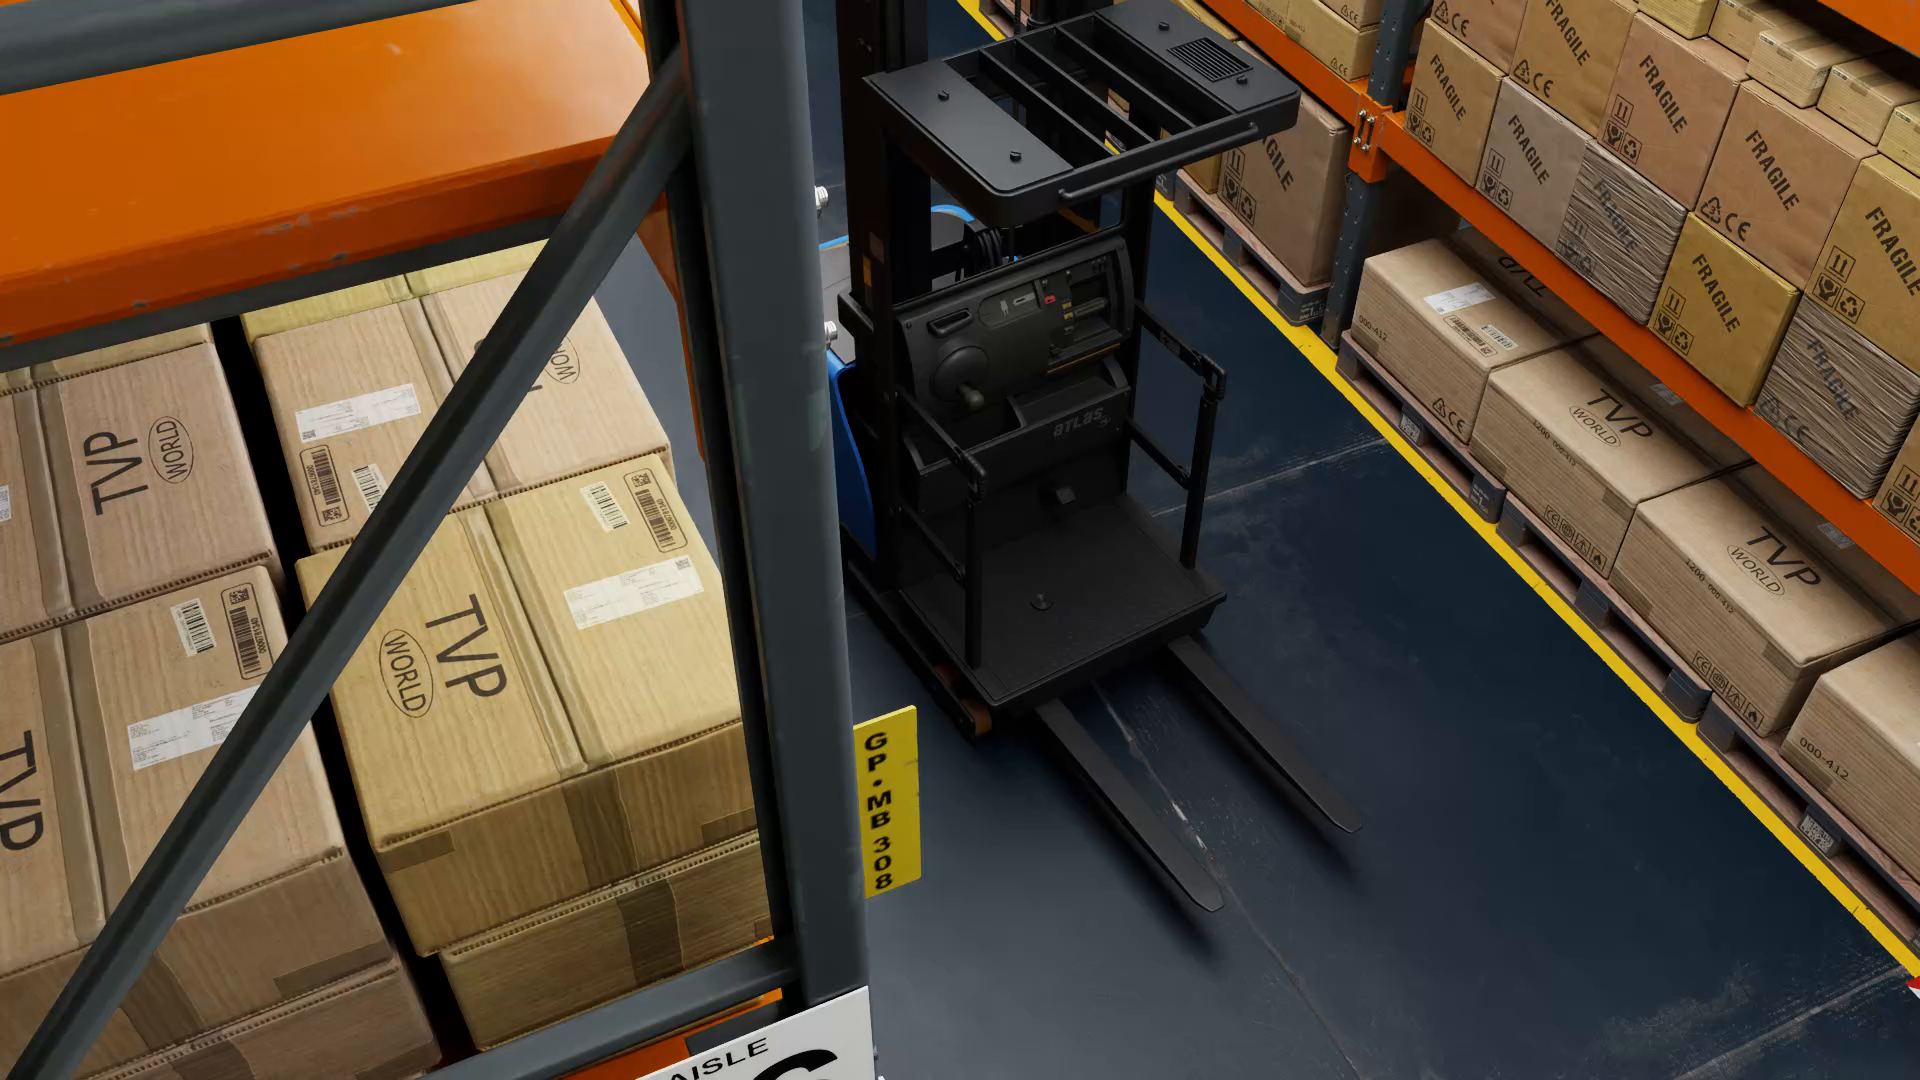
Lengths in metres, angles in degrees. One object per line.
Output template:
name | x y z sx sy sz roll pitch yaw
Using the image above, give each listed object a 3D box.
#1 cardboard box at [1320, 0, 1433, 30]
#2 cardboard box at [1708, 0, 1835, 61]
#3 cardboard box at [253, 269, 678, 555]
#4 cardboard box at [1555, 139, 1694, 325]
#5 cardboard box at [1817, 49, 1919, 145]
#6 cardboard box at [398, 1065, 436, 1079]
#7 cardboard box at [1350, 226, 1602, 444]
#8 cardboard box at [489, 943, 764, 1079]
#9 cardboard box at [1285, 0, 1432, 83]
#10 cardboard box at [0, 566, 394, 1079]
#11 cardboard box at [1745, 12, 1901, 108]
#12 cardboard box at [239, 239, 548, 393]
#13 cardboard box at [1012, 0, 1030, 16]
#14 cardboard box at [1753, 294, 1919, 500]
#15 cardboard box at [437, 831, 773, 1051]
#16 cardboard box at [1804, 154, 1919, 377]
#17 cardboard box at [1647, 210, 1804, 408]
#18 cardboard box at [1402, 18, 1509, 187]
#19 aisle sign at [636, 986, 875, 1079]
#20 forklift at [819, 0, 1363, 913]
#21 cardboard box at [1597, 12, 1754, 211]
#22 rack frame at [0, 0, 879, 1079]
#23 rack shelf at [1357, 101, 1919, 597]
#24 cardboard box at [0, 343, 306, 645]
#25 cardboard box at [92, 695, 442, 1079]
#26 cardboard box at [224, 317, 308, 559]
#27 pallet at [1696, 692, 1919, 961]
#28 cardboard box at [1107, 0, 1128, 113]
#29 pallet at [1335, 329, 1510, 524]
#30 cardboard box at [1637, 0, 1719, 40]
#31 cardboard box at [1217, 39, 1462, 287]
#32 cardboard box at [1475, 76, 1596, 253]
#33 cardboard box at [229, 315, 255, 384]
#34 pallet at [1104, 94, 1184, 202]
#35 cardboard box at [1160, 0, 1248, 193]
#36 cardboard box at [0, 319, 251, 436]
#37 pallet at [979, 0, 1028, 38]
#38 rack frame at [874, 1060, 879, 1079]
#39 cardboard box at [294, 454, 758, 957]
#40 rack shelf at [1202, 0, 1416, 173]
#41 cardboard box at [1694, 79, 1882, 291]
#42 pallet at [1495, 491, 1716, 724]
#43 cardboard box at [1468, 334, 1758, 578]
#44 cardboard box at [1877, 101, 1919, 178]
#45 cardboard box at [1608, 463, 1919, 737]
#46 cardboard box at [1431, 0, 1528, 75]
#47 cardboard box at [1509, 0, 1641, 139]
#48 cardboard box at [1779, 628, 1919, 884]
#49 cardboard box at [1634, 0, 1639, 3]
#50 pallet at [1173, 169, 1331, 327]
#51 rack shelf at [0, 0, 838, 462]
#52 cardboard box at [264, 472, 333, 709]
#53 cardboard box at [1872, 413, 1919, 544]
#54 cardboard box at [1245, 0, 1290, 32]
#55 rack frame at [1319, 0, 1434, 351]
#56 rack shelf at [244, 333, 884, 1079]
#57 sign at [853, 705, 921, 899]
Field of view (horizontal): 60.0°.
cardboard box | 1.828 -2.501 7.268 0.500 0.250 0.500 -18 47 -17
cardboard box | 2.714 -1.712 5.474 0.380 0.149 0.250 -18 47 -18
cardboard box | -0.742 -0.134 2.523 0.500 0.250 0.500 -18 47 -18
cardboard box | 2.605 -1.185 6.113 0.500 0.500 0.500 -18 47 -17
cardboard box | 2.904 -1.380 5.136 0.380 0.149 0.250 -17 47 -16
cardboard box | -0.930 0.736 2.280 0.380 0.149 0.250 -17 47 -16
cardboard box | 2.401 -0.973 7.494 0.875 0.438 0.875 -19 48 -18
cardboard box | -0.509 0.600 2.418 0.380 0.149 0.250 -17 47 -17
cardboard box | 1.817 -2.325 7.446 0.500 0.250 0.500 -19 48 -18
cardboard box | -1.026 0.351 2.031 0.500 0.250 0.500 -19 48 -19
cardboard box | 2.755 -1.535 5.294 0.380 0.149 0.250 -18 47 -17
cardboard box | -0.965 -0.451 2.843 0.500 0.250 0.500 -19 48 -18
cardboard box | 0.767 -3.644 9.890 0.875 0.875 0.875 -18 48 -18
cardboard box | 3.050 -0.532 5.451 0.500 0.500 0.500 -17 47 -16
cardboard box | -0.525 0.367 2.371 0.500 0.250 0.500 -19 48 -18
cardboard box | 3.046 -0.887 5.099 0.500 0.500 0.500 -18 47 -18
cardboard box | 2.822 -0.857 5.781 0.500 0.500 0.500 -17 47 -16
cardboard box | 2.194 -1.826 6.763 0.500 0.500 0.500 -17 47 -16
aisle sign | -0.291 0.882 2.239 0.394 0.787 0.004 -18 47 -17
forklift | 0.328 -0.670 5.711 1.130 2.935 3.031 -23 49 -22
cardboard box | 2.626 -1.530 5.751 0.500 0.500 0.500 -17 47 -17
rack frame | -0.586 -0.285 1.001 1.000 3.000 0.127 -18 47 -17
rack shelf | 3.075 -0.636 6.140 1.077 0.370 4.000 -18 47 -17
cardboard box | -1.244 0.020 2.367 0.500 0.250 0.500 -19 48 -19
cardboard box | -1.020 0.527 2.208 0.500 0.250 0.500 -19 48 -18
cardboard box | -1.453 -0.118 2.862 0.500 0.250 0.500 -19 48 -18
pallet | 3.509 0.888 6.068 1.003 0.211 1.213 -18 47 -17
cardboard box | 1.138 -3.075 9.313 0.875 0.875 0.875 -17 47 -17
pallet | 2.483 -0.667 7.644 1.003 0.211 1.213 -18 47 -17
cardboard box | 2.534 -1.848 5.611 0.380 0.149 0.250 -19 48 -19
cardboard box | 1.901 -1.932 8.155 0.875 0.875 0.875 -17 47 -16
cardboard box | 2.402 -1.504 6.437 0.500 0.500 0.500 -18 47 -17
cardboard box | -1.673 -0.445 3.193 0.500 0.250 0.500 -17 47 -16
pallet | 1.324 -2.422 9.424 1.003 0.211 1.213 -18 47 -17
cardboard box | 1.514 -2.505 8.736 0.875 0.875 0.875 -17 47 -16
cardboard box | -1.470 -0.306 2.696 0.500 0.250 0.500 -18 47 -17
pallet | 0.815 -3.199 10.210 1.003 0.211 1.213 -18 47 -17
rack frame | -0.586 1.850 3.108 1.000 3.000 0.127 -18 47 -17
cardboard box | -0.545 0.195 2.189 0.500 0.250 0.500 -19 48 -18
rack shelf | 1.393 -3.185 8.724 1.077 0.370 4.000 -18 47 -17
cardboard box | 2.836 -1.208 5.424 0.500 0.500 0.500 -18 47 -18
pallet | 3.000 0.112 6.855 1.003 0.211 1.213 -18 47 -17
cardboard box | 2.778 -0.402 6.916 0.875 0.438 0.875 -19 48 -19
cardboard box | 2.997 -1.207 4.961 0.380 0.149 0.250 -17 47 -16
cardboard box | 3.155 0.173 6.333 0.875 0.438 0.875 -17 47 -16
cardboard box | 2.215 -2.183 6.413 0.500 0.500 0.500 -18 47 -17
cardboard box | 2.421 -1.860 6.085 0.500 0.500 0.500 -19 48 -18
cardboard box | 3.548 0.754 5.745 0.875 0.438 0.875 -20 48 -19
cardboard box | 2.448 -2.026 5.792 0.380 0.149 0.250 -18 47 -18
pallet | 1.841 -1.644 8.635 1.003 0.211 1.213 -18 47 -17
rack shelf | -1.427 -1.302 2.546 1.077 0.370 4.000 -18 47 -17
cardboard box | -1.246 0.204 2.536 0.500 0.250 0.500 -18 47 -17
cardboard box | 3.276 -0.207 5.122 0.500 0.500 0.500 -19 48 -18
cardboard box | 1.604 -2.650 7.776 0.500 0.250 0.500 -19 48 -18
rack frame | 2.234 -2.167 7.179 1.000 3.000 0.127 -18 47 -17
rack shelf | -1.427 -0.236 3.599 1.077 0.370 4.000 -18 47 -17
sign | -0.094 0.311 1.910 0.100 0.325 0.005 -18 47 -17
